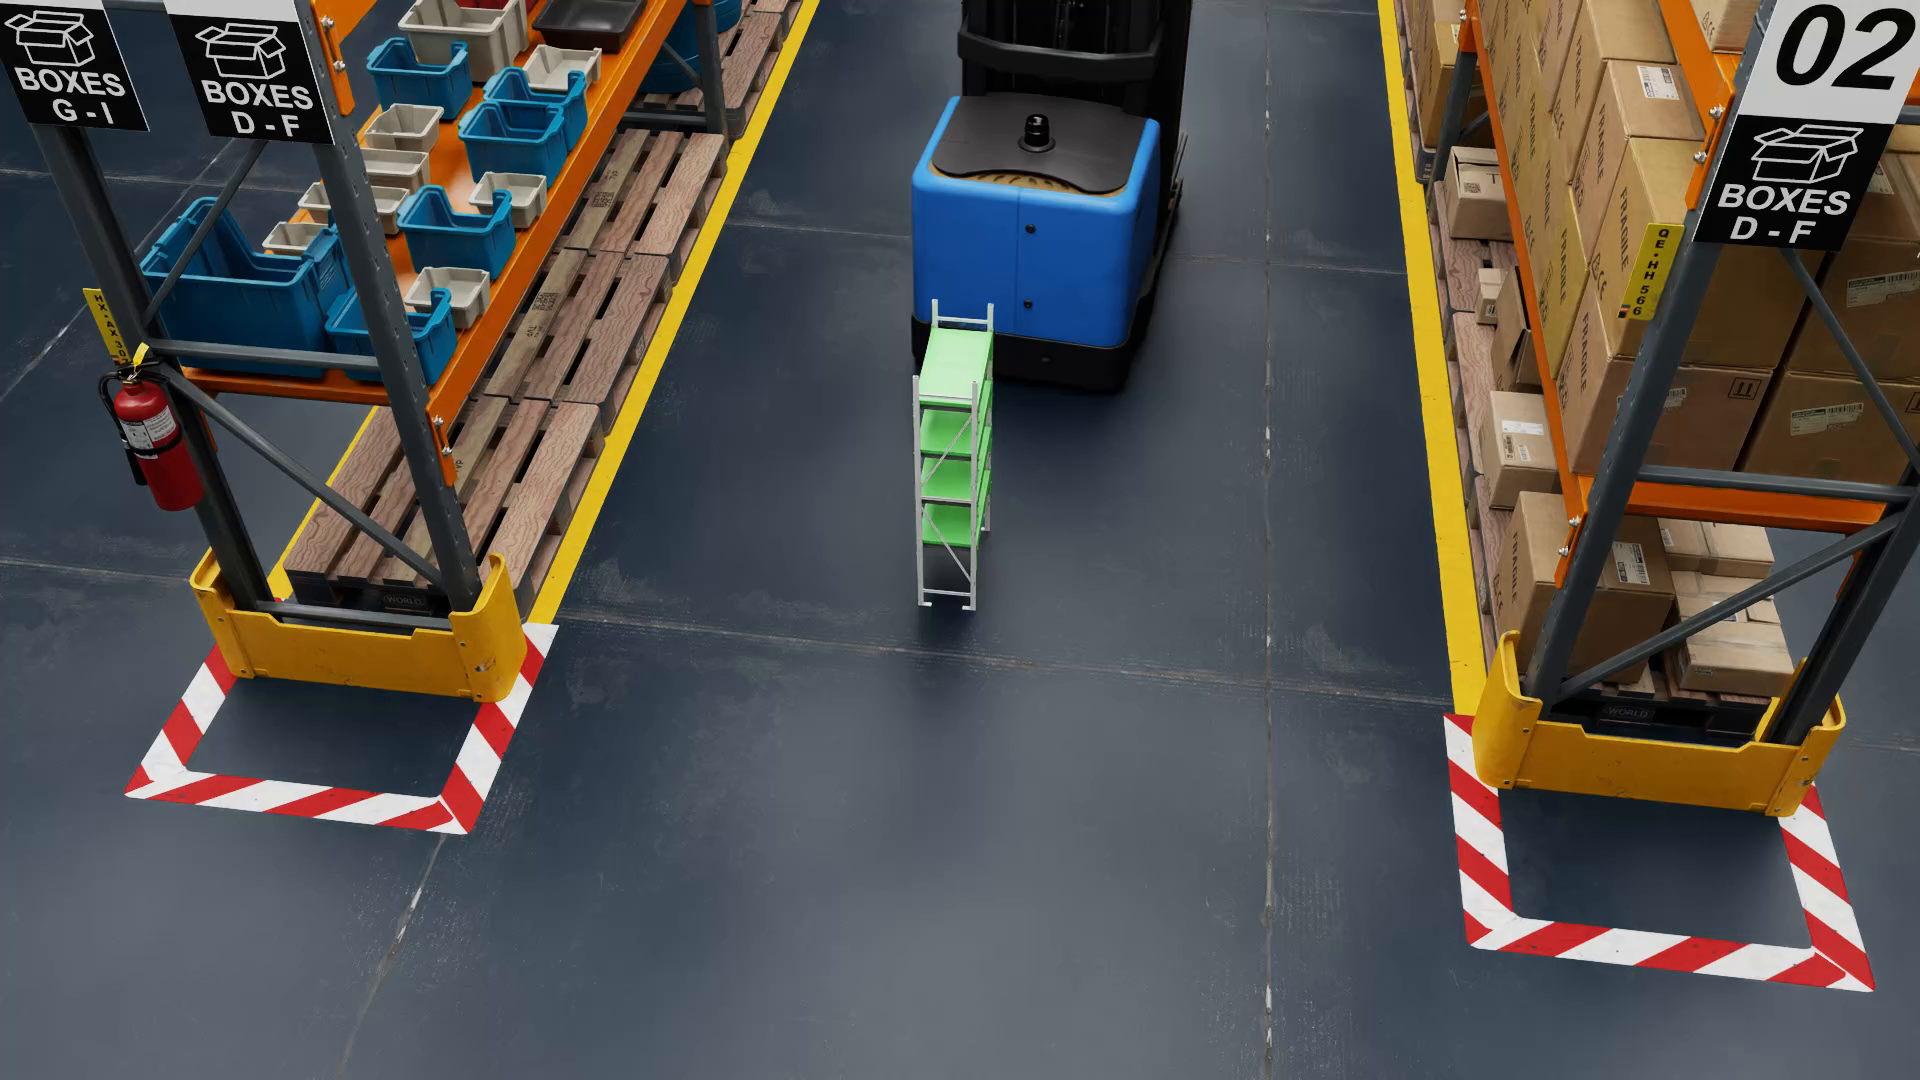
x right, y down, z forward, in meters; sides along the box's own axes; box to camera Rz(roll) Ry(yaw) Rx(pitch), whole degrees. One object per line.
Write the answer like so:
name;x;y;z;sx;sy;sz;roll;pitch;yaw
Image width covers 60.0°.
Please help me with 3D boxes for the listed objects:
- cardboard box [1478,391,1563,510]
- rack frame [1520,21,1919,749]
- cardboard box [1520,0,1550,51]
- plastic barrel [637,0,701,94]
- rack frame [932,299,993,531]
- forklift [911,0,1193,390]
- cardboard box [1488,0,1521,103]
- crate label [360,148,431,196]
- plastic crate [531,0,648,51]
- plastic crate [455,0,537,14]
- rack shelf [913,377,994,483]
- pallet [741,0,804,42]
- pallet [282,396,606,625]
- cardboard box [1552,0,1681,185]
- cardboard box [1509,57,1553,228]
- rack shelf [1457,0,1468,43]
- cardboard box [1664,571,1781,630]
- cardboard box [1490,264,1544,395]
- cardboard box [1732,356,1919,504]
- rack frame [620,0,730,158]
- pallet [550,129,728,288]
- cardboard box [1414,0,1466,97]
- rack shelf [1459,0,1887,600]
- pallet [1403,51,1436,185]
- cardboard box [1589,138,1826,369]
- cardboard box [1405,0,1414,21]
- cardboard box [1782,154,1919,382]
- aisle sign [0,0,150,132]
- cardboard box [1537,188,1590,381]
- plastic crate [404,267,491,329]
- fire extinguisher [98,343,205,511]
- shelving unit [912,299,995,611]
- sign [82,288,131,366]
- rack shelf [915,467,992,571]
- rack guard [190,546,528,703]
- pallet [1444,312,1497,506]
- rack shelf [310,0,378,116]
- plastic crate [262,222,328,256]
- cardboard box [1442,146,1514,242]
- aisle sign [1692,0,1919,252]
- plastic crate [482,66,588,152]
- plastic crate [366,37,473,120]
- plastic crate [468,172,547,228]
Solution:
cardboard box;2.529;-0.373;7.142;0.500;0.250;0.500;5;44;6
rack frame;2.545;-0.174;5.252;1.000;3.000;0.127;5;44;6
cardboard box;2.597;-2.302;6.700;0.500;0.500;0.500;4;44;4
plastic barrel;-1.746;-3.113;9.576;0.600;0.901;0.708;5;44;6
rack frame;0.010;-0.489;6.894;0.240;1.200;0.015;5;44;6
forklift;0.607;-2.808;8.083;1.130;2.935;3.031;9;44;10
cardboard box;2.672;-2.265;7.387;0.500;0.500;0.500;6;44;6
crate label;-2.370;-1.513;6.815;0.396;0.136;0.243;5;44;6
plastic crate;-1.717;-2.488;7.852;0.437;0.125;0.590;5;44;6
plastic crate;-2.202;-2.812;7.948;0.402;0.464;0.583;5;44;6
rack shelf;-0.022;-0.451;6.597;0.258;0.148;0.480;5;44;6
pallet;-1.533;-3.696;11.000;1.003;0.211;1.213;5;44;6
pallet;-2.216;-0.173;7.279;1.003;0.211;1.213;5;44;6
cardboard box;2.462;-1.600;5.958;0.500;0.500;0.500;6;44;7
cardboard box;2.538;-1.577;6.661;0.500;0.500;0.500;5;44;5
rack shelf;3.339;-4.002;9.818;1.077;0.370;4.000;5;44;6
cardboard box;2.975;0.270;6.523;0.380;0.166;0.250;5;44;6
cardboard box;2.831;-0.873;7.486;0.797;0.503;0.637;5;44;6
cardboard box;2.865;-0.489;5.512;0.500;0.500;0.500;6;44;6
rack frame;-1.835;-3.353;8.609;1.000;3.000;0.127;5;44;6
pallet;-1.894;-1.836;9.035;1.003;0.211;1.213;5;44;6
cardboard box;2.929;-2.851;9.577;0.500;0.500;0.500;5;44;6
rack shelf;2.810;-1.276;6.939;1.077;0.370;4.000;5;44;6
pallet;3.144;-2.445;9.679;1.003;0.211;1.213;5;44;6
cardboard box;2.332;-0.902;5.221;0.500;0.500;0.500;5;44;5
cardboard box;3.061;-3.539;10.304;0.500;0.500;0.500;4;44;4
cardboard box;2.865;-0.852;5.168;0.500;0.500;0.500;6;44;7
aisle sign;-2.664;-1.548;4.813;0.394;0.787;0.004;5;44;6
cardboard box;2.400;-0.894;5.940;0.500;0.500;0.500;6;44;6
plastic crate;-1.880;-0.902;6.169;0.250;0.136;0.298;5;44;6
fire extinguisher;-2.834;-0.402;5.820;0.296;0.674;0.183;5;44;6
shelving unit;-0.022;-0.323;6.718;0.258;1.200;0.503;5;44;6
sign;-2.911;-0.725;5.715;0.100;0.325;0.005;5;44;6
rack shelf;-0.022;-0.102;6.927;0.258;0.148;0.480;5;44;6
rack guard;-2.354;0.298;6.571;1.175;0.500;0.348;5;44;6
pallet;2.824;-0.586;7.715;1.003;0.211;1.213;5;44;6
rack shelf;-2.100;-2.818;6.386;1.077;0.370;4.000;5;44;6
plastic crate;-2.436;-1.125;6.405;0.396;0.136;0.243;5;44;6
cardboard box;2.804;-1.817;8.623;0.500;0.311;0.500;5;44;6
aisle sign;2.233;-1.099;4.339;0.394;0.787;0.004;5;44;6
plastic crate;-1.791;-1.828;7.077;0.416;0.233;0.300;5;44;6
plastic crate;-2.347;-2.011;7.270;0.416;0.233;0.300;5;44;6
plastic crate;-1.791;-1.365;6.658;0.250;0.136;0.298;5;44;6
